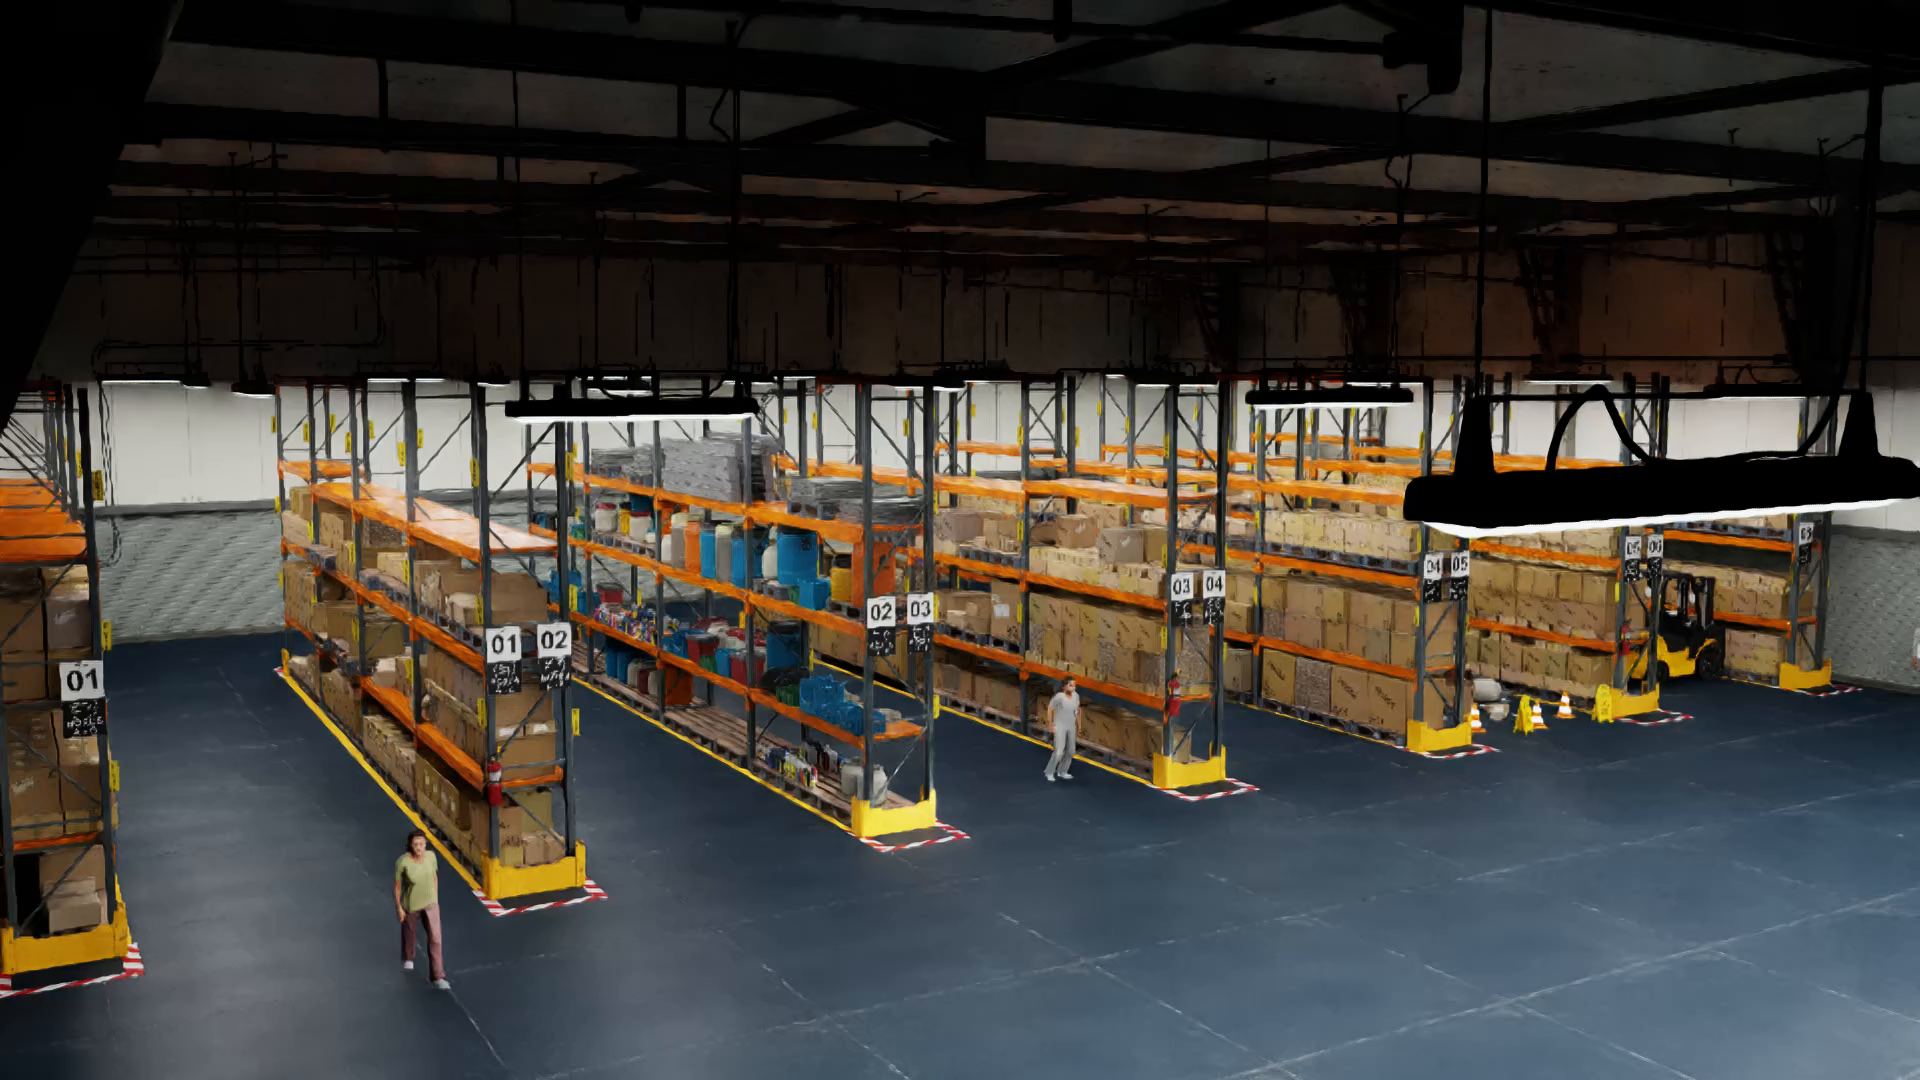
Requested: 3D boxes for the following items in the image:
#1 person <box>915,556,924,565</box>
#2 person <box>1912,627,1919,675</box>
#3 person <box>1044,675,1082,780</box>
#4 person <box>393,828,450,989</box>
[{"bbox_3d":[-1.147,0.786,43.554,0.442,1.610,0.505,1,6,5],"label":"person"},{"bbox_3d":[17.656,2.145,30.330,0.572,1.759,0.562,1,6,6],"label":"person"},{"bbox_3d":[1.547,2.795,24.915,0.580,1.584,0.507,-4,7,-32],"label":"person"},{"bbox_3d":[-5.492,3.686,16.835,0.448,1.590,1.110,-3,7,-28],"label":"person"}]
